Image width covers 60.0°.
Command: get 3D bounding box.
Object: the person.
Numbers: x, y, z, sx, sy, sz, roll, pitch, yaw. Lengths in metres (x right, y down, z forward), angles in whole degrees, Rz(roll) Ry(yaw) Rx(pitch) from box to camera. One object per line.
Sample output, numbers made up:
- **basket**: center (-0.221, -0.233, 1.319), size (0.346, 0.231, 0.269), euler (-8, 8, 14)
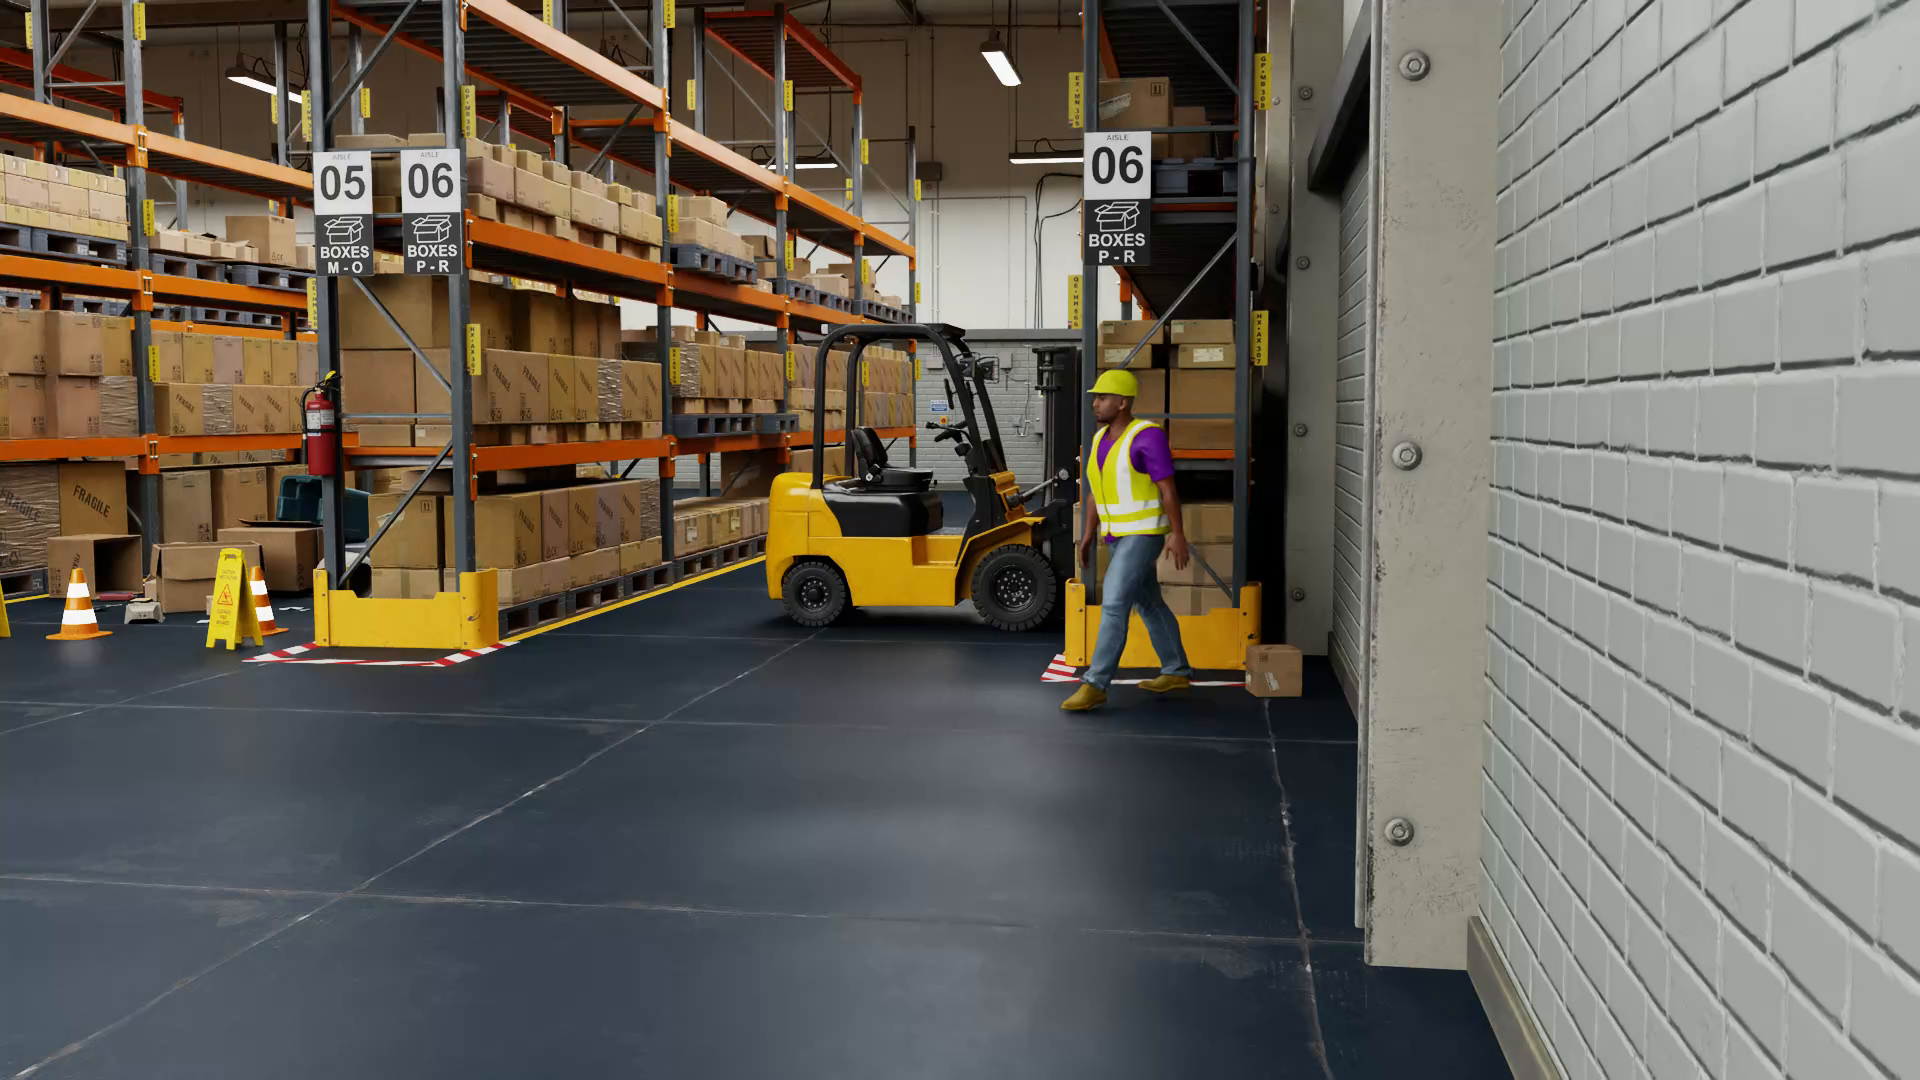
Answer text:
- **person**: center (0.854, -0.022, 8.743), size (0.878, 1.735, 0.605), euler (-2, 5, -23)
